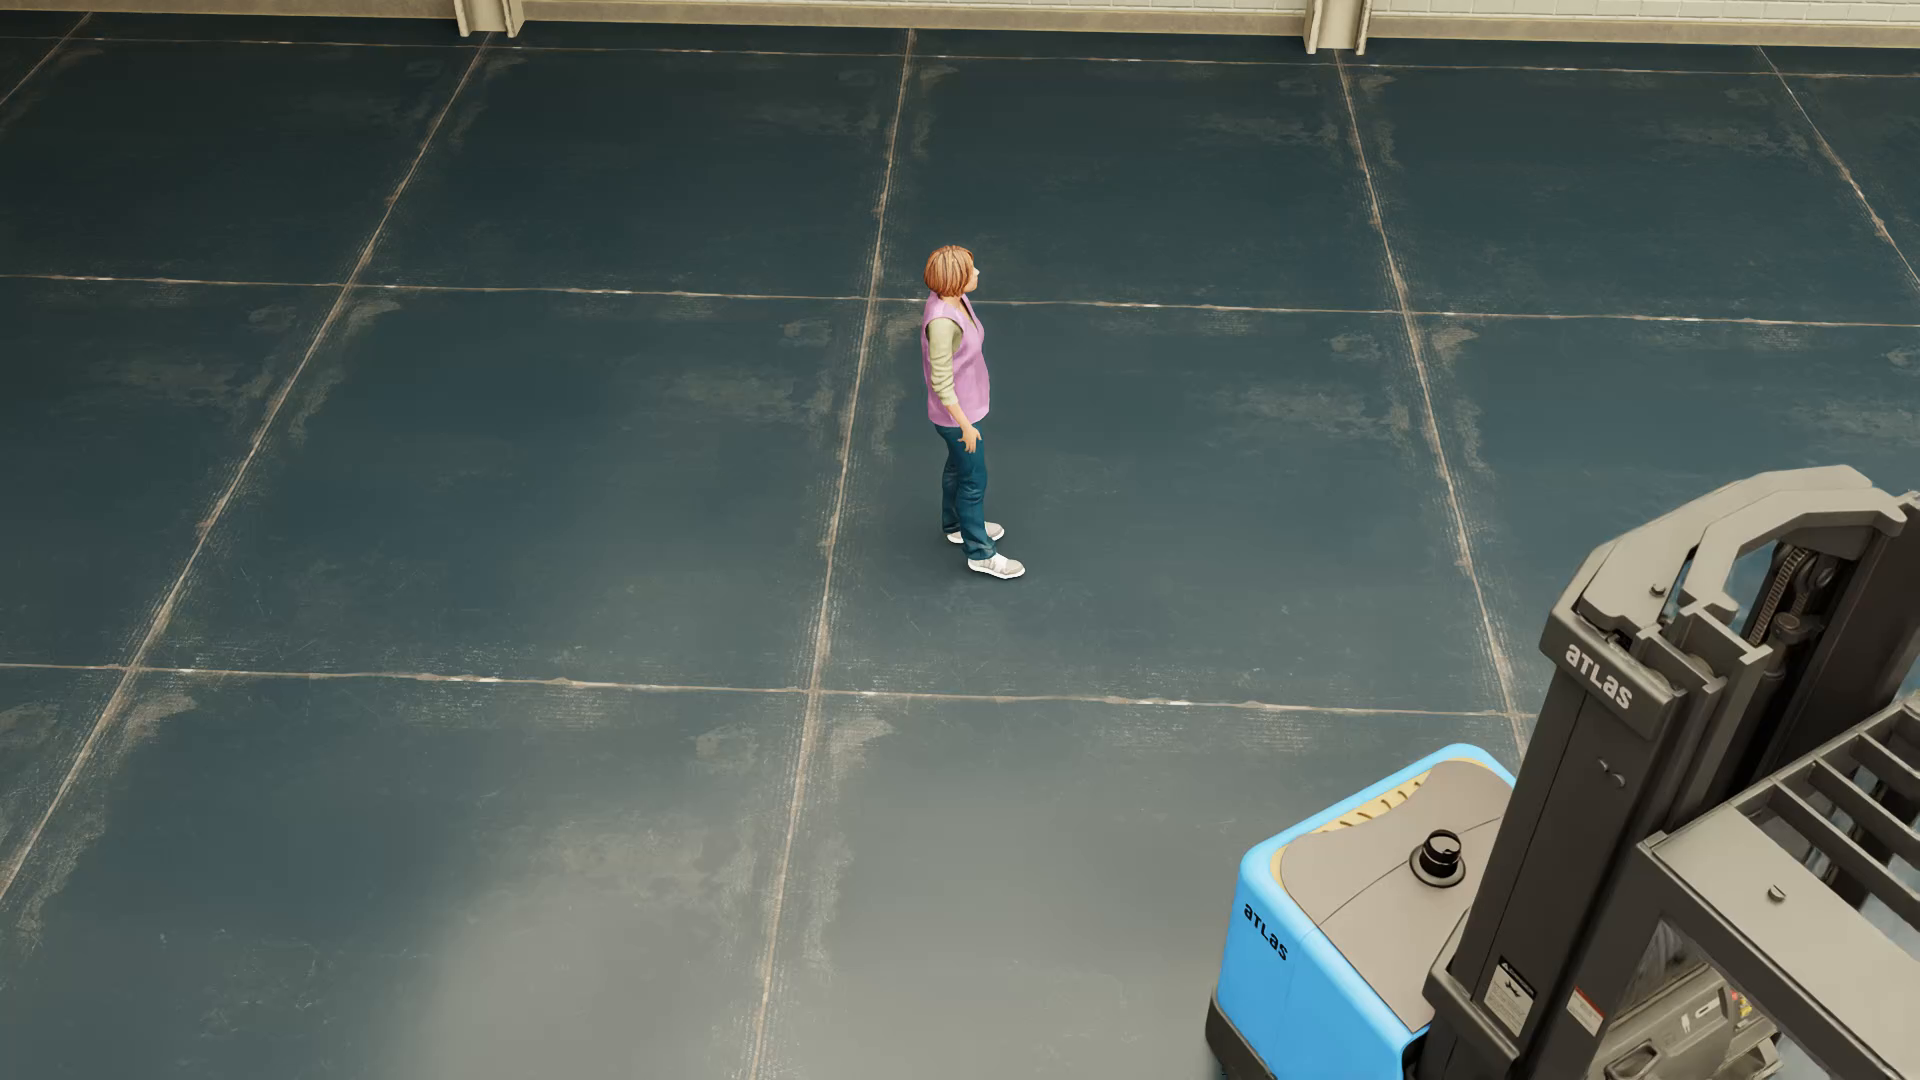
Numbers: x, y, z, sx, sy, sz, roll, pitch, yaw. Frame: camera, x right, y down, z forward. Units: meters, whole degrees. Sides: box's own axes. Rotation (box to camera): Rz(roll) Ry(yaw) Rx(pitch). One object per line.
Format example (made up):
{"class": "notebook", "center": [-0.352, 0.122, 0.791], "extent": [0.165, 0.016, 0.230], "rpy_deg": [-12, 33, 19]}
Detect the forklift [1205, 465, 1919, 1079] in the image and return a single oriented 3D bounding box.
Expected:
{"class": "forklift", "center": [2.052, 1.393, 4.216], "extent": [1.130, 2.935, 3.031], "rpy_deg": [-22, 47, -22]}

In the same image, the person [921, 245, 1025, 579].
{"class": "person", "center": [0.073, -0.583, 7.360], "extent": [0.476, 1.597, 0.520], "rpy_deg": [2, 42, 2]}
